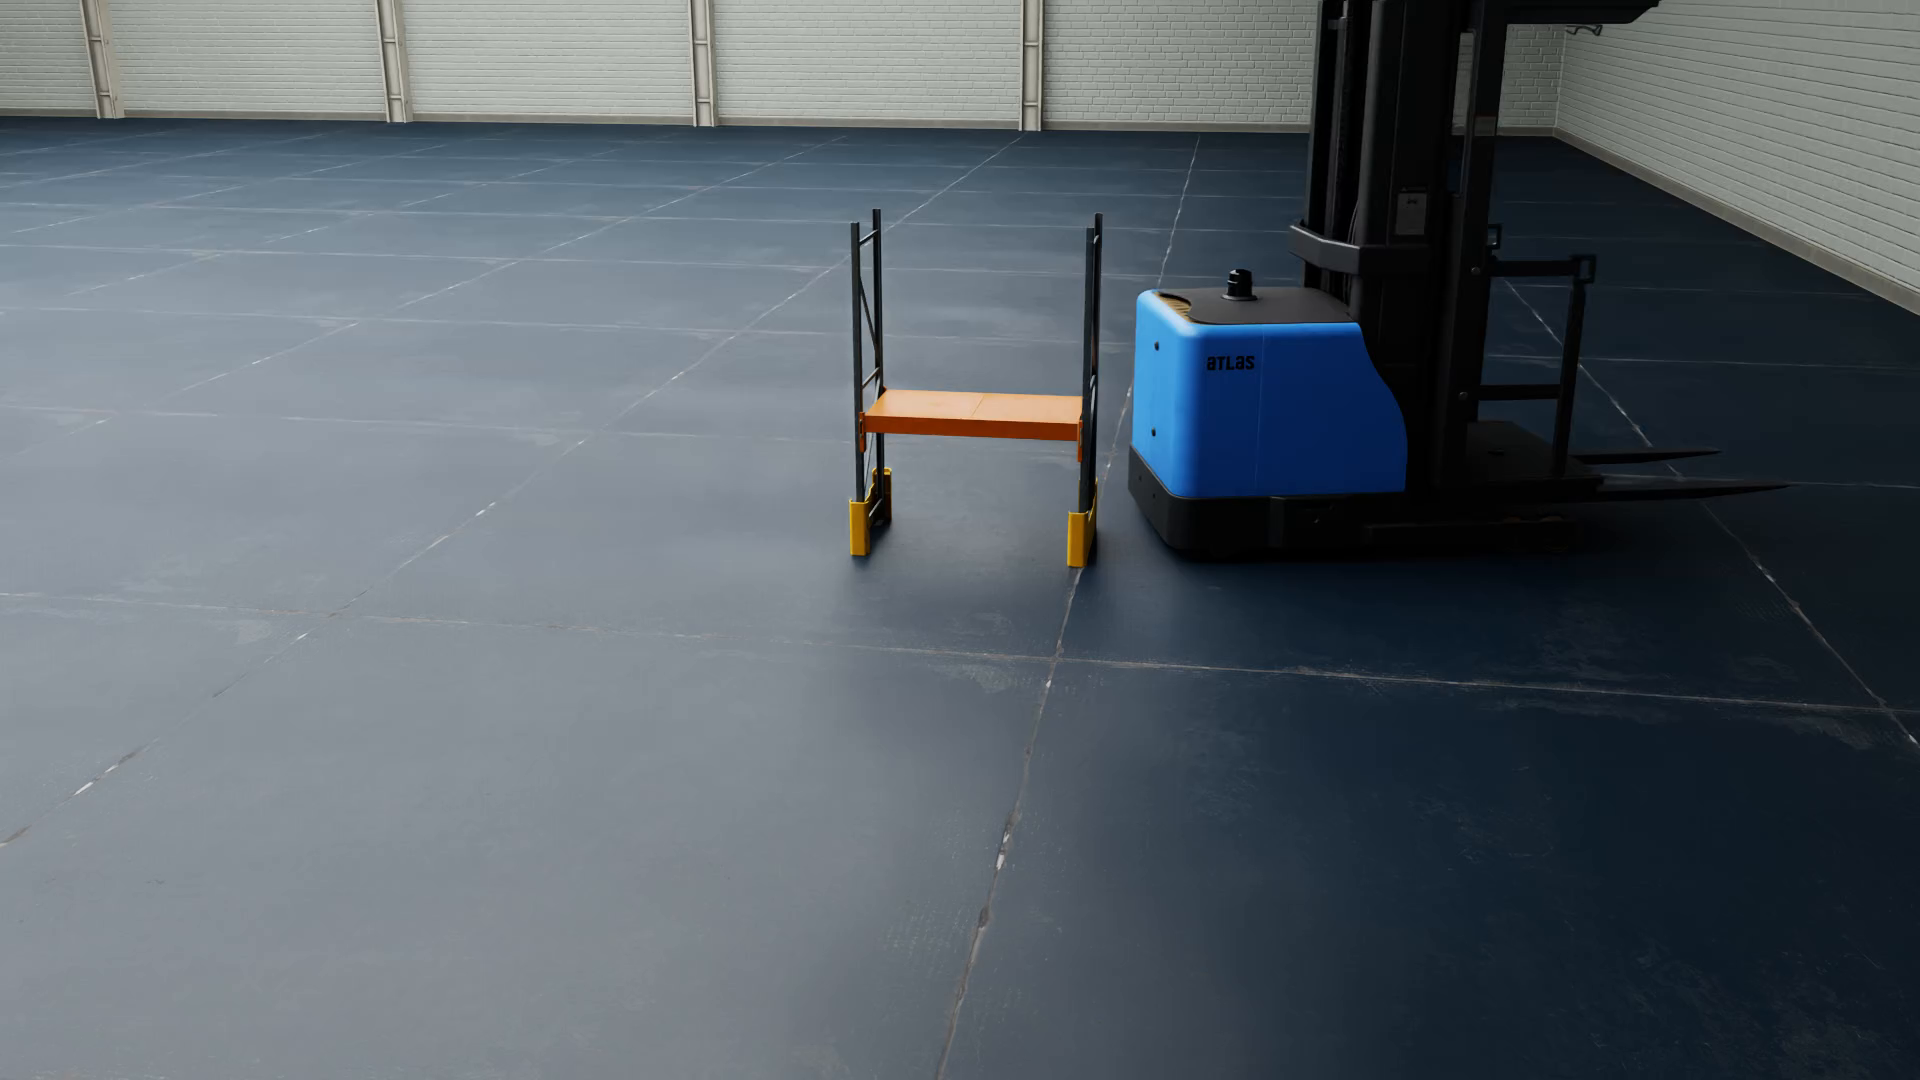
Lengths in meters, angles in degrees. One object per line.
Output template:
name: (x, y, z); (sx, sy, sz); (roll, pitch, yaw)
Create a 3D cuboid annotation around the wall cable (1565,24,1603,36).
wall cable: (9.887, -9.241, 26.133); (0.112, 2.526, 3.097); (3, 19, 9)

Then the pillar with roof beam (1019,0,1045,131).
pillar with roof beam: (0.581, -10.229, 24.193); (0.400, 9.000, 9.100); (3, 19, 9)

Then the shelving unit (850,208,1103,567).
shelving unit: (0.075, -0.707, 7.554); (1.083, 1.500, 0.587); (3, 19, 9)

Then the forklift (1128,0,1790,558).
forklift: (2.393, -1.490, 7.637); (3.031, 2.935, 1.130); (-2, 19, -6)

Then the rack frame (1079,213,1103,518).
rack frame: (0.586, -0.681, 7.476); (0.032, 1.500, 0.500); (3, 19, 9)

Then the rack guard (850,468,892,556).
rack guard: (-0.416, -0.140, 7.827); (0.087, 0.250, 0.587); (3, 19, 9)

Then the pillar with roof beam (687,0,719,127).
pillar with roof beam: (-5.343, -10.531, 25.096); (0.400, 9.000, 9.100); (3, 19, 9)

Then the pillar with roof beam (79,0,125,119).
pillar with roof beam: (-17.191, -11.135, 26.901); (0.400, 9.000, 9.100); (3, 19, 9)

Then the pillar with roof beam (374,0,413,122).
pillar with roof beam: (-11.267, -10.833, 25.998); (0.400, 9.000, 9.100); (3, 19, 9)

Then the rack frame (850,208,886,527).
rack frame: (-0.418, -0.733, 7.629); (0.032, 1.500, 0.500); (3, 19, 9)

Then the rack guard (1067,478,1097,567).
rack guard: (0.567, -0.090, 7.677); (0.087, 0.250, 0.587); (3, 19, 9)

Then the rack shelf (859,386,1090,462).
rack shelf: (0.084, -0.536, 7.609); (1.000, 0.185, 0.538); (3, 19, 9)
